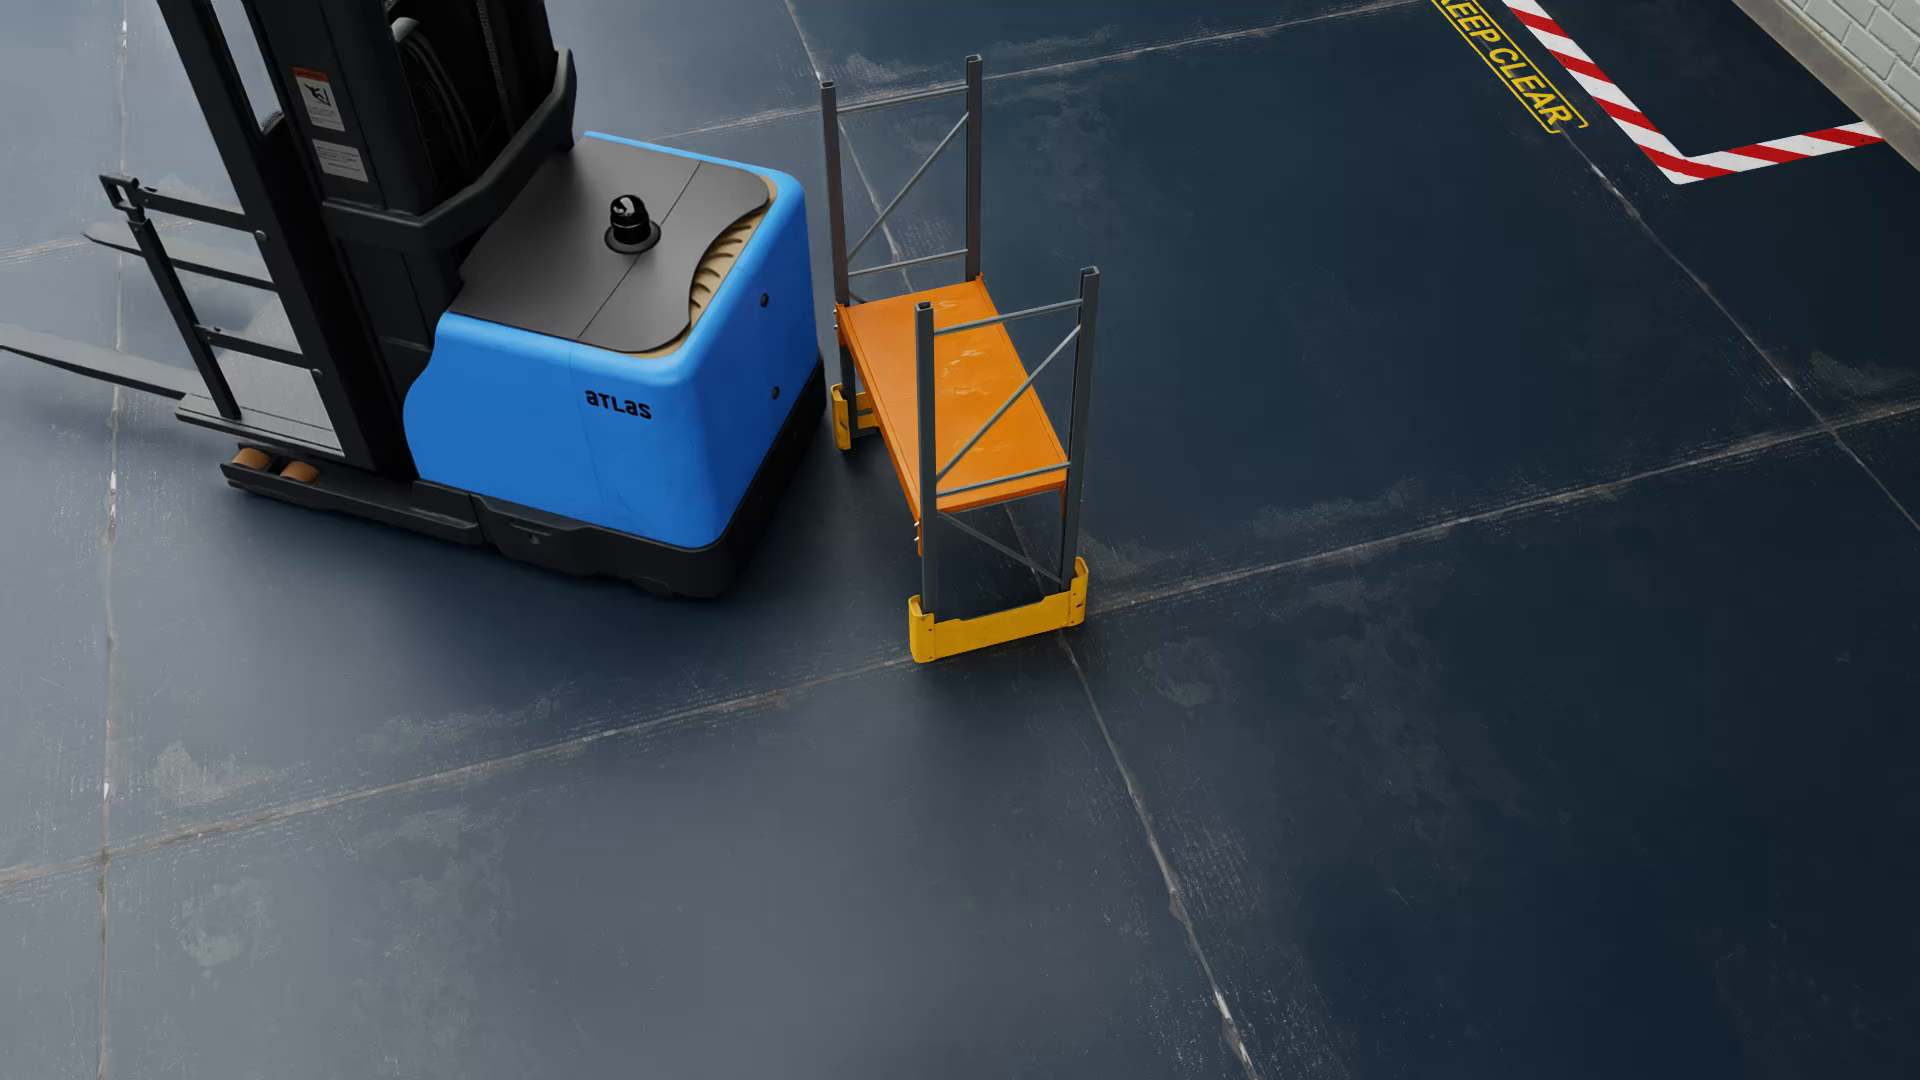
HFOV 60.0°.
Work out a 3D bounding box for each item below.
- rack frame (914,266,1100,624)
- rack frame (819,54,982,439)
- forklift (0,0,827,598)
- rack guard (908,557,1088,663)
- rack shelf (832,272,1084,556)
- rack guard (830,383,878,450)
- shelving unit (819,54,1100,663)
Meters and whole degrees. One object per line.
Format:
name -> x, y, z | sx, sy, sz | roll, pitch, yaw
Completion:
rack frame -> 0.125, -0.174, 4.916 | 0.500, 1.500, 0.032 | -13, 51, -11
rack frame -> -0.176, -0.917, 5.542 | 0.500, 1.500, 0.032 | -13, 51, -11
forklift -> -2.060, -1.430, 5.038 | 3.031, 2.935, 1.130 | 14, 51, 12
rack guard -> 0.125, 0.227, 5.395 | 0.587, 0.250, 0.087 | -13, 51, -11
rack shelf -> -0.025, -0.430, 5.367 | 0.538, 0.185, 1.000 | -13, 51, -11
rack guard -> -0.170, -0.500, 6.008 | 0.587, 0.250, 0.087 | -13, 51, -11
shelving unit -> -0.023, -0.539, 5.224 | 0.587, 1.500, 1.083 | -13, 51, -11
